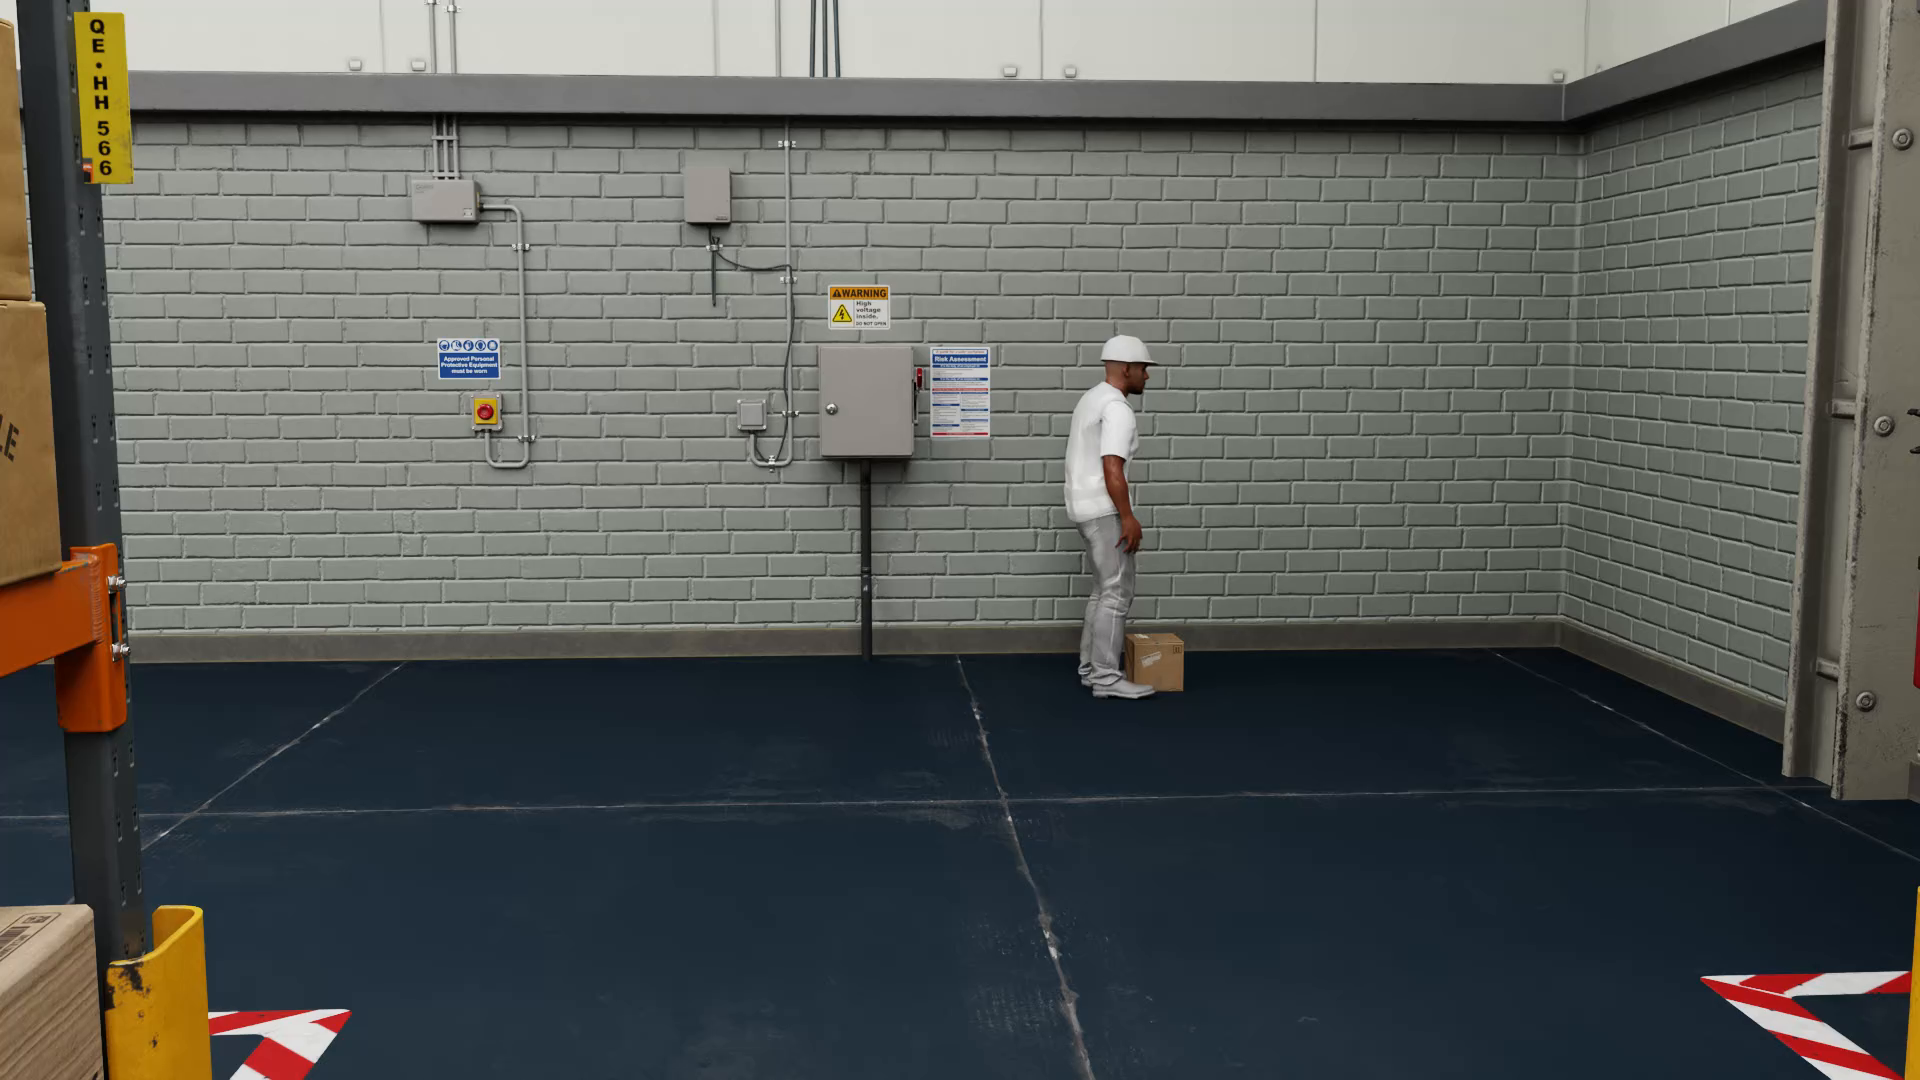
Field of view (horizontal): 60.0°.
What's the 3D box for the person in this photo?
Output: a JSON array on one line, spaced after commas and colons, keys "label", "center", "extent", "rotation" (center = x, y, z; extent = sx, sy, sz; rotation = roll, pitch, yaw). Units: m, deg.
[{"label": "person", "center": [0.754, -0.127, 8.229], "extent": [0.458, 1.761, 0.638], "rotation": [-1, 7, -6]}]
